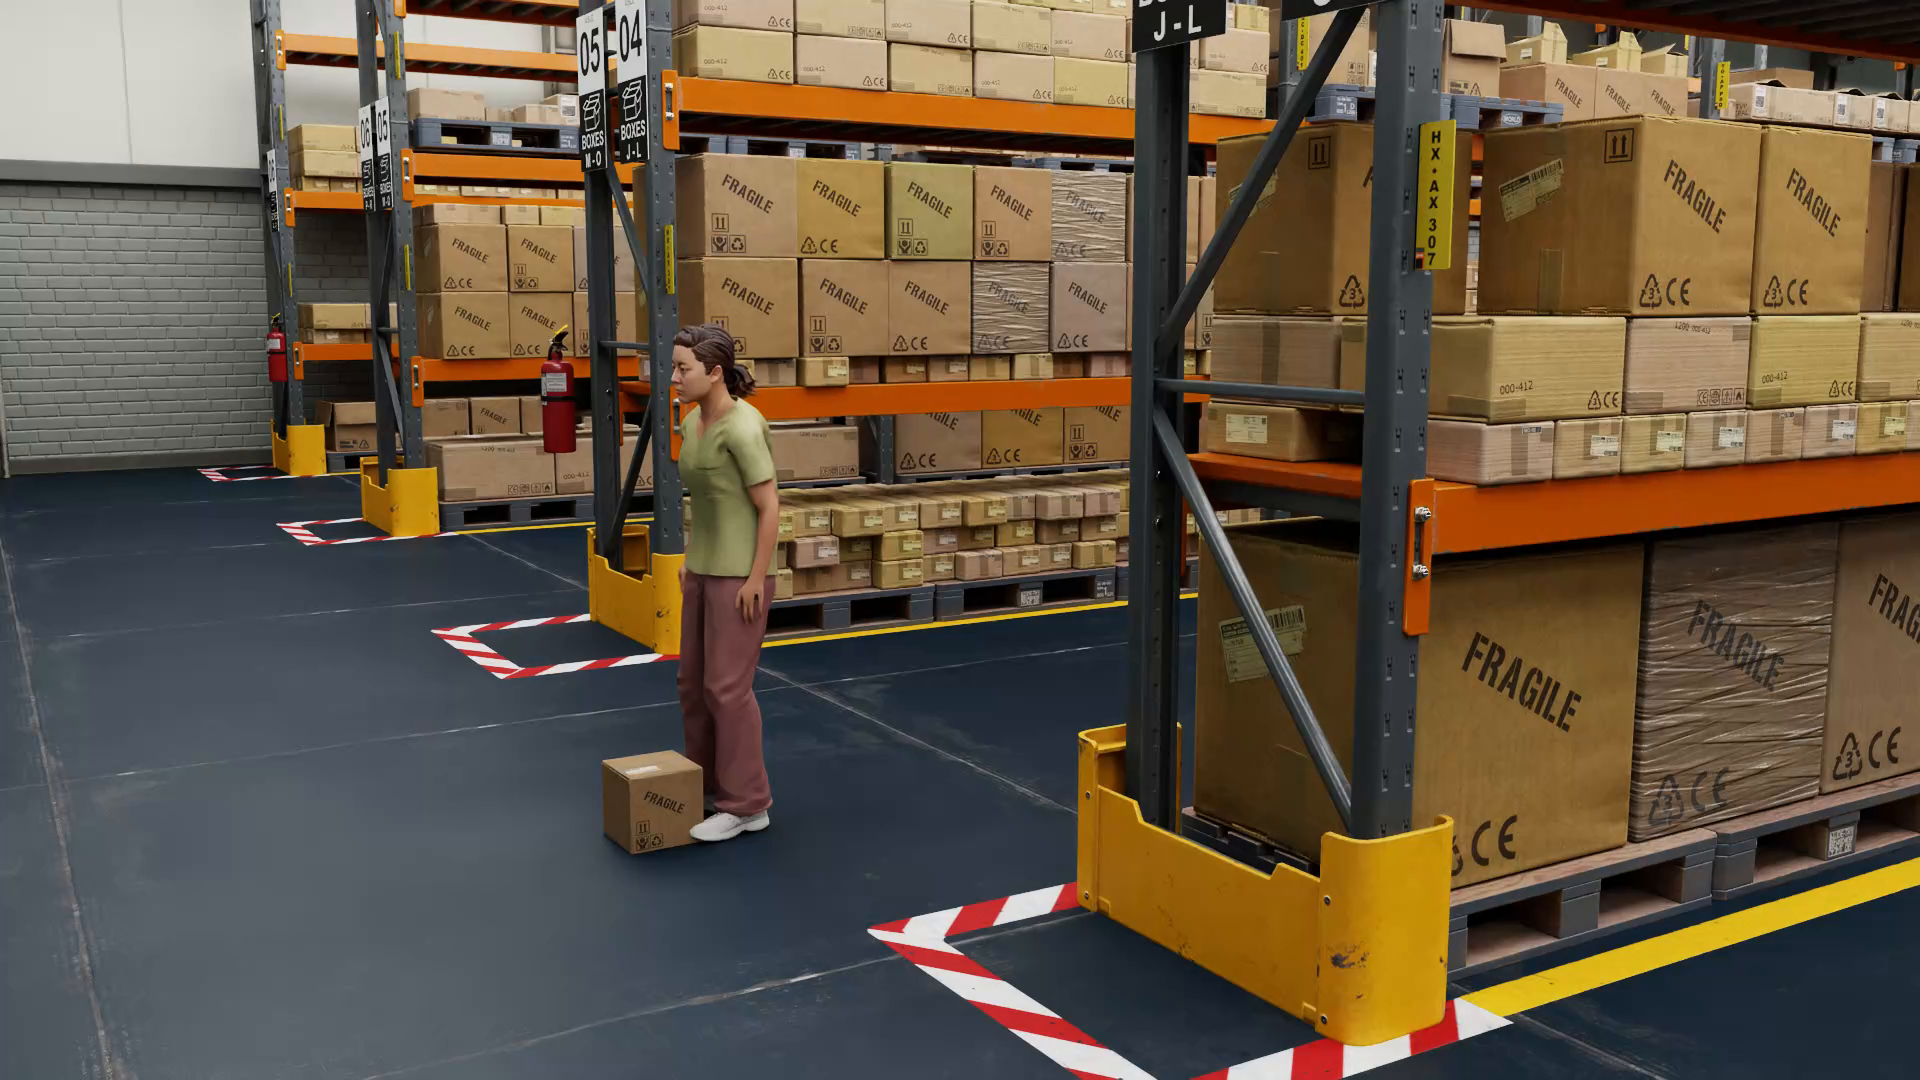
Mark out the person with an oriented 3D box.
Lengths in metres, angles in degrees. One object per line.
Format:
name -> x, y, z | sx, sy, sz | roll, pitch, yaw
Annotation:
person -> -0.790, 0.129, 5.446 | 0.364, 1.671, 0.520 | -6, 10, -34
